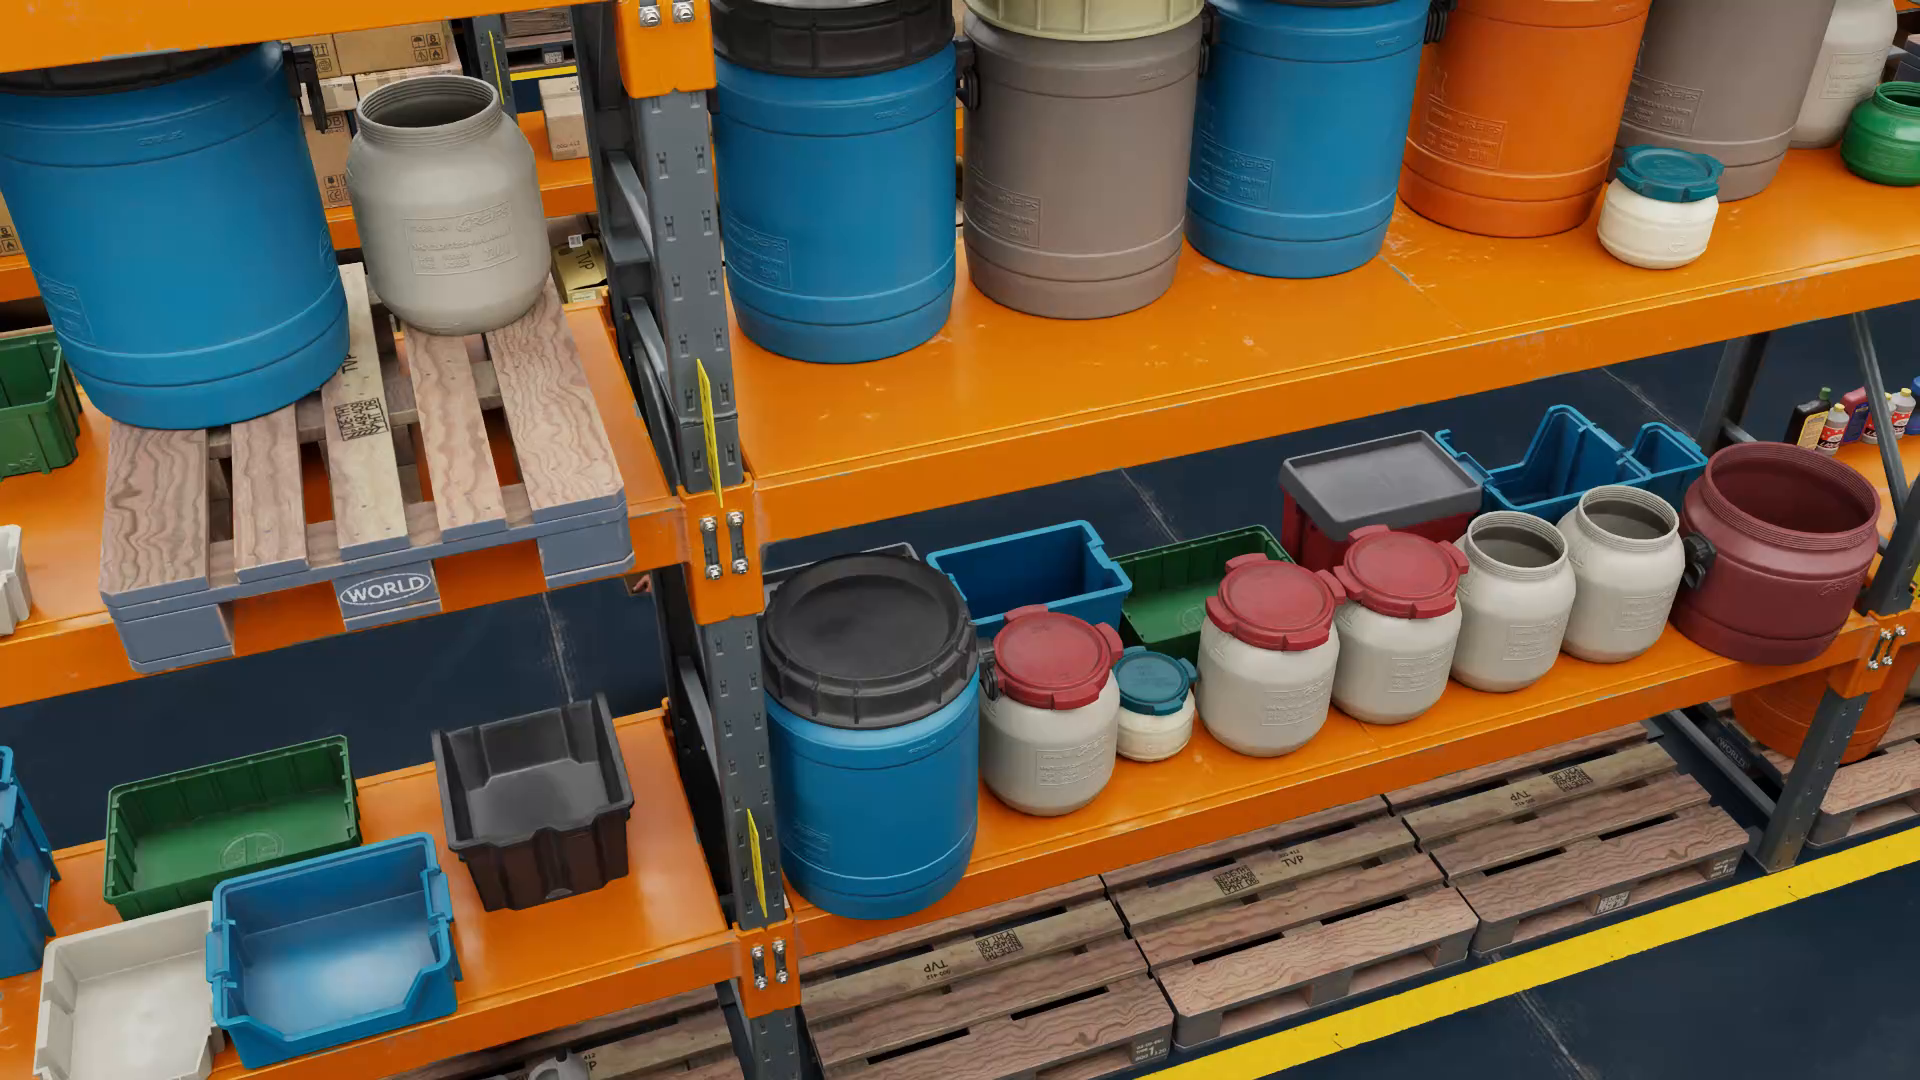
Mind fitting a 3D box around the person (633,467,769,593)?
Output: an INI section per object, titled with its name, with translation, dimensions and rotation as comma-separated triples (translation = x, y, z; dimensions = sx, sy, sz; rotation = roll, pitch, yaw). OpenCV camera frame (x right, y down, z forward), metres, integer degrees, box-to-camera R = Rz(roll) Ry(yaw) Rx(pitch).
[person]
translation = -1.072, 0.007, 6.799
dimensions = 0.604, 1.724, 0.479
rotation = -13, 39, -17
